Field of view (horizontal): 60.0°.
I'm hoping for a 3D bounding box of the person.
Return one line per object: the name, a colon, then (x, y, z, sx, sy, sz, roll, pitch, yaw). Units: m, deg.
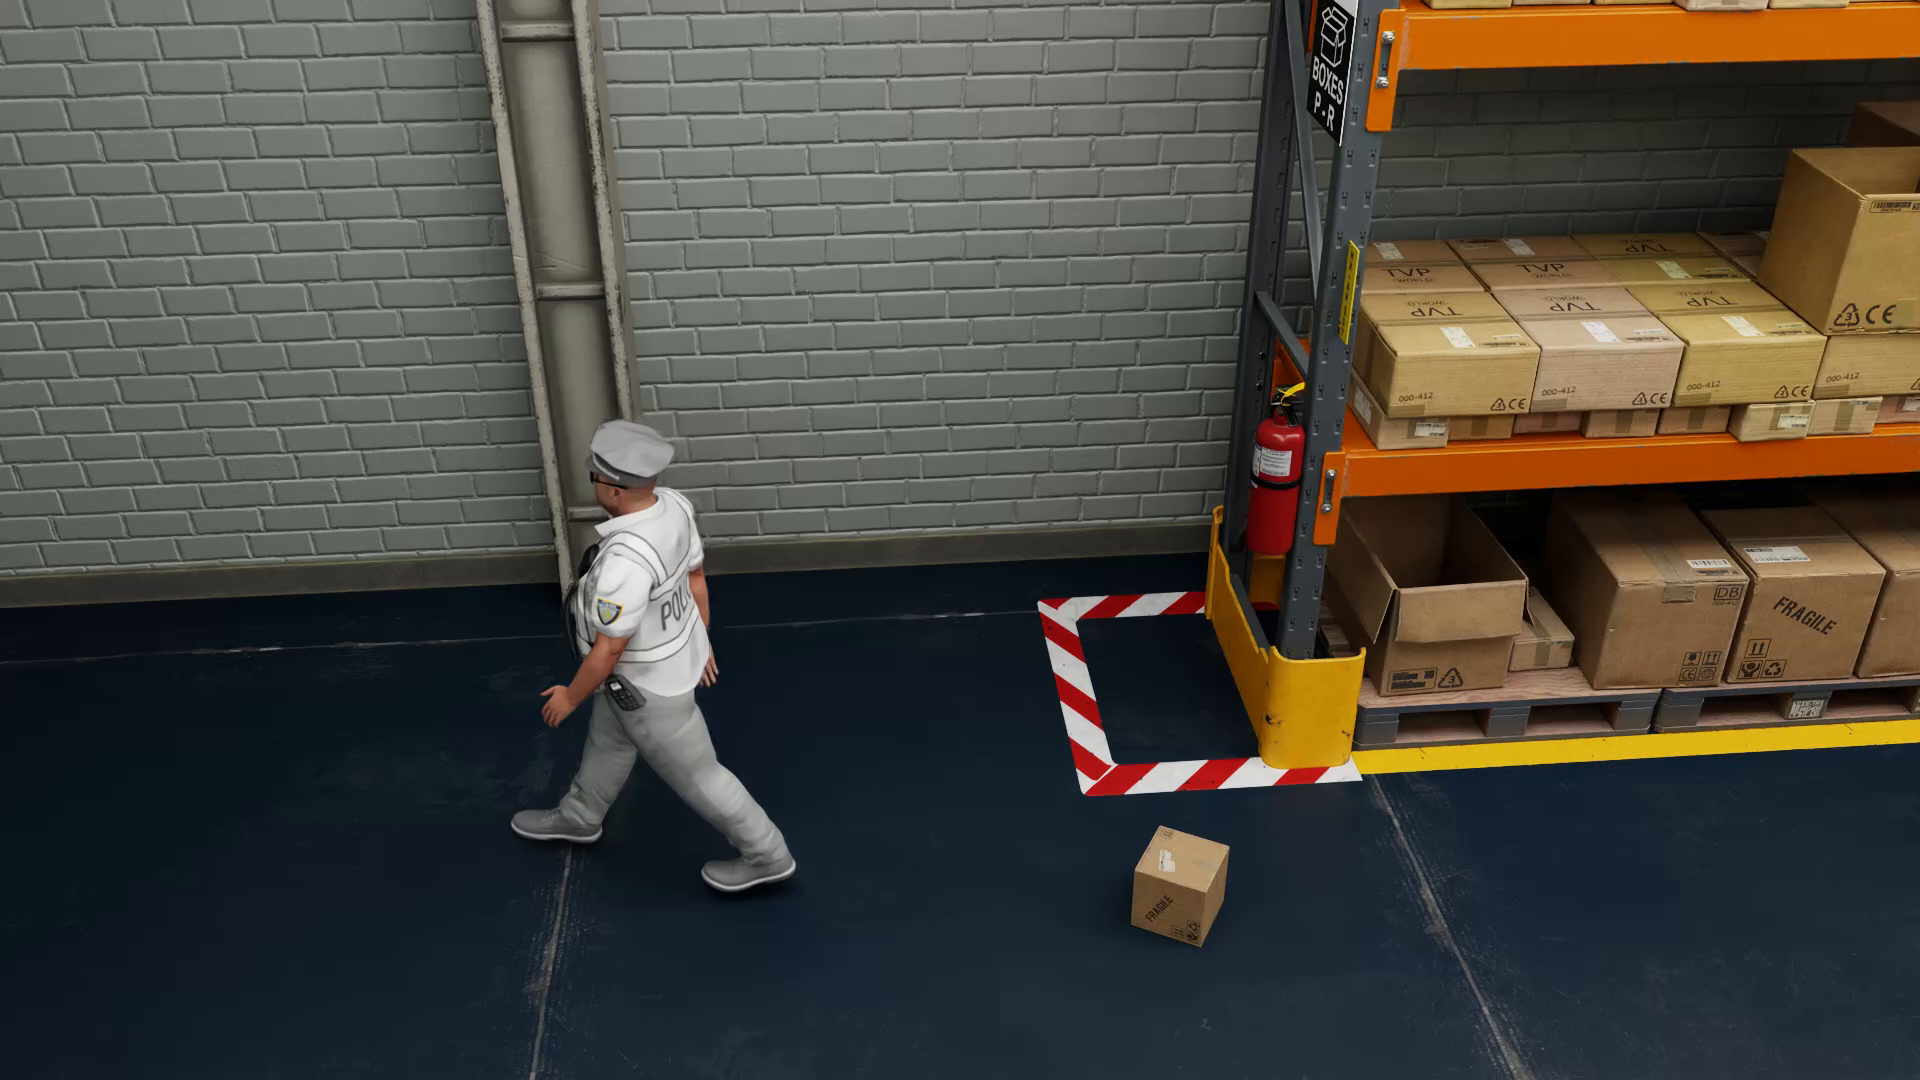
person: (-1.091, 0.397, 5.414, 1.061, 1.706, 0.547, 2, 31, 4)
